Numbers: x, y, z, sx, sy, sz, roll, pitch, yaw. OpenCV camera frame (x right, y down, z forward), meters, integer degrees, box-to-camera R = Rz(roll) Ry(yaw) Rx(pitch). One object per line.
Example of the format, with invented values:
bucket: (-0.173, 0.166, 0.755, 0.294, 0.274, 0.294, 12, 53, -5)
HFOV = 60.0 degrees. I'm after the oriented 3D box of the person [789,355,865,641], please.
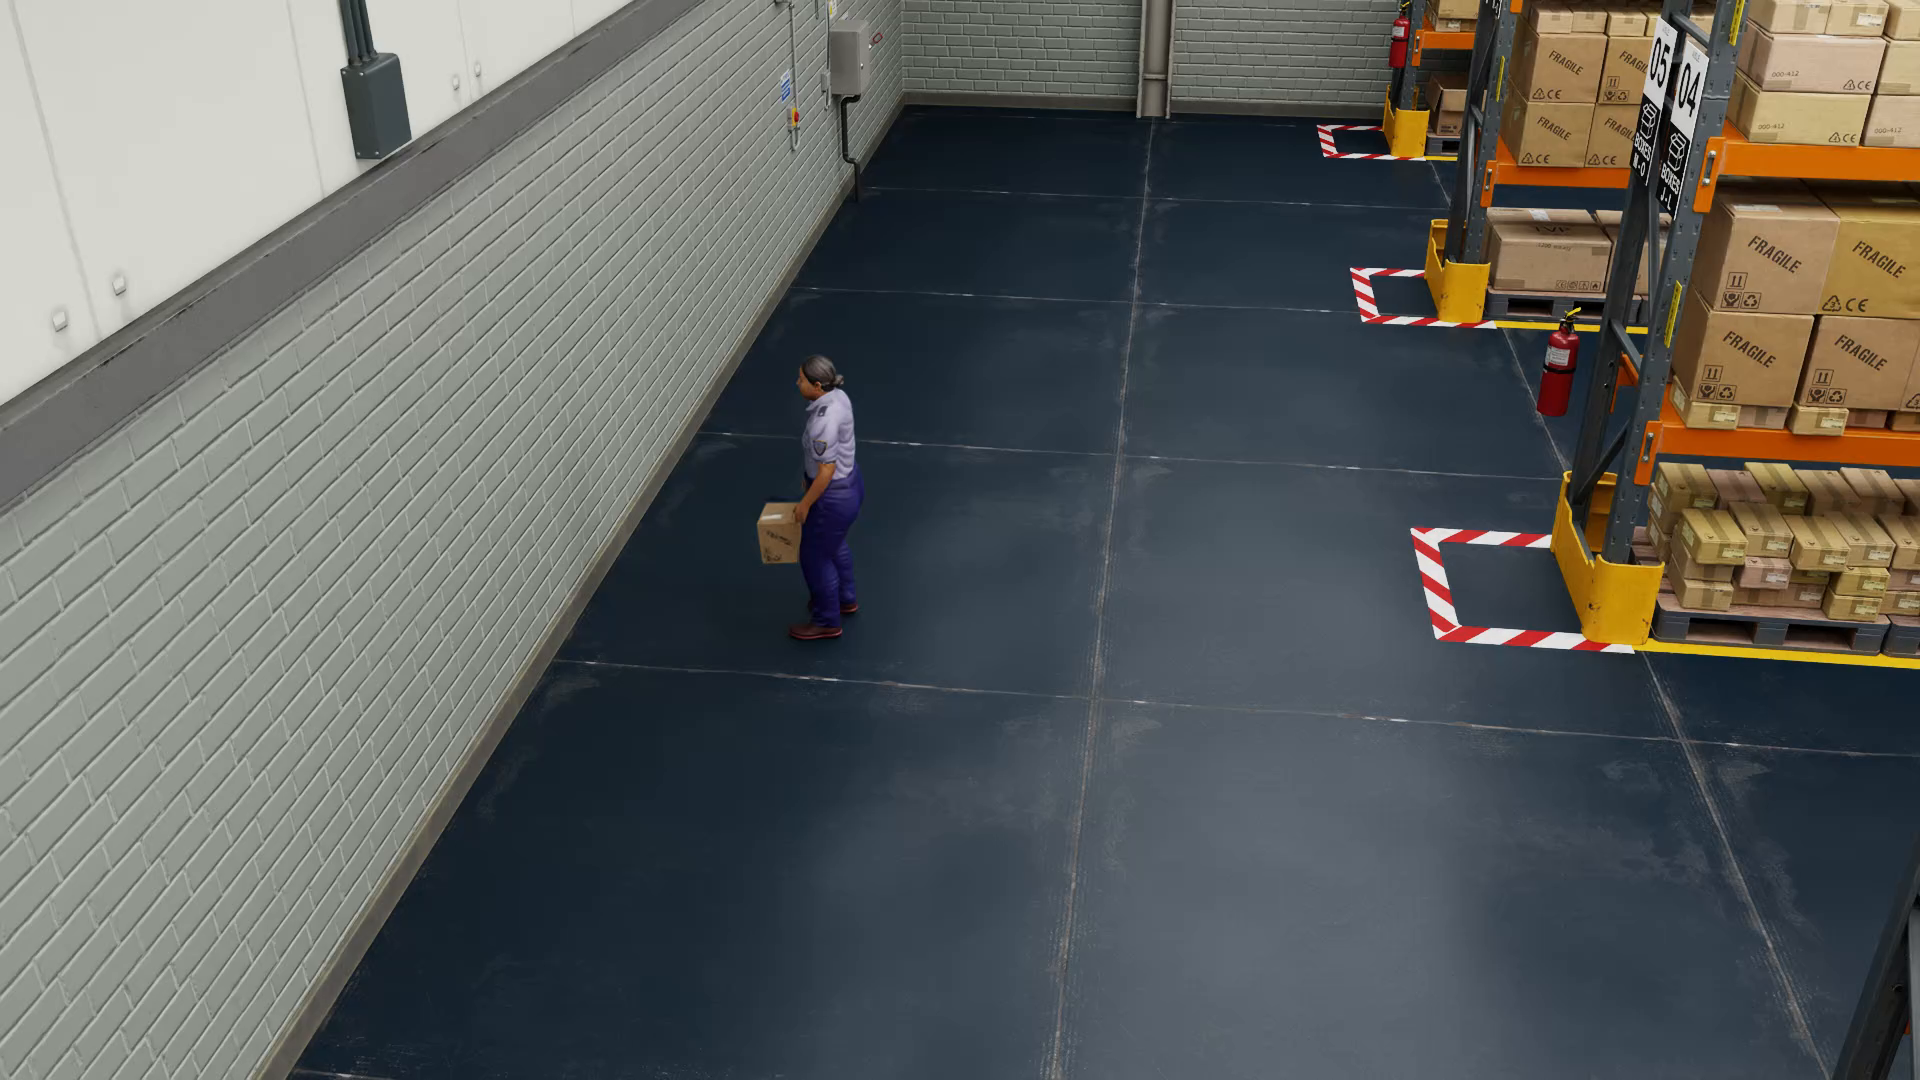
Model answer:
person: (-0.751, -0.245, 9.077, 0.404, 1.656, 0.522, 3, 29, 5)
